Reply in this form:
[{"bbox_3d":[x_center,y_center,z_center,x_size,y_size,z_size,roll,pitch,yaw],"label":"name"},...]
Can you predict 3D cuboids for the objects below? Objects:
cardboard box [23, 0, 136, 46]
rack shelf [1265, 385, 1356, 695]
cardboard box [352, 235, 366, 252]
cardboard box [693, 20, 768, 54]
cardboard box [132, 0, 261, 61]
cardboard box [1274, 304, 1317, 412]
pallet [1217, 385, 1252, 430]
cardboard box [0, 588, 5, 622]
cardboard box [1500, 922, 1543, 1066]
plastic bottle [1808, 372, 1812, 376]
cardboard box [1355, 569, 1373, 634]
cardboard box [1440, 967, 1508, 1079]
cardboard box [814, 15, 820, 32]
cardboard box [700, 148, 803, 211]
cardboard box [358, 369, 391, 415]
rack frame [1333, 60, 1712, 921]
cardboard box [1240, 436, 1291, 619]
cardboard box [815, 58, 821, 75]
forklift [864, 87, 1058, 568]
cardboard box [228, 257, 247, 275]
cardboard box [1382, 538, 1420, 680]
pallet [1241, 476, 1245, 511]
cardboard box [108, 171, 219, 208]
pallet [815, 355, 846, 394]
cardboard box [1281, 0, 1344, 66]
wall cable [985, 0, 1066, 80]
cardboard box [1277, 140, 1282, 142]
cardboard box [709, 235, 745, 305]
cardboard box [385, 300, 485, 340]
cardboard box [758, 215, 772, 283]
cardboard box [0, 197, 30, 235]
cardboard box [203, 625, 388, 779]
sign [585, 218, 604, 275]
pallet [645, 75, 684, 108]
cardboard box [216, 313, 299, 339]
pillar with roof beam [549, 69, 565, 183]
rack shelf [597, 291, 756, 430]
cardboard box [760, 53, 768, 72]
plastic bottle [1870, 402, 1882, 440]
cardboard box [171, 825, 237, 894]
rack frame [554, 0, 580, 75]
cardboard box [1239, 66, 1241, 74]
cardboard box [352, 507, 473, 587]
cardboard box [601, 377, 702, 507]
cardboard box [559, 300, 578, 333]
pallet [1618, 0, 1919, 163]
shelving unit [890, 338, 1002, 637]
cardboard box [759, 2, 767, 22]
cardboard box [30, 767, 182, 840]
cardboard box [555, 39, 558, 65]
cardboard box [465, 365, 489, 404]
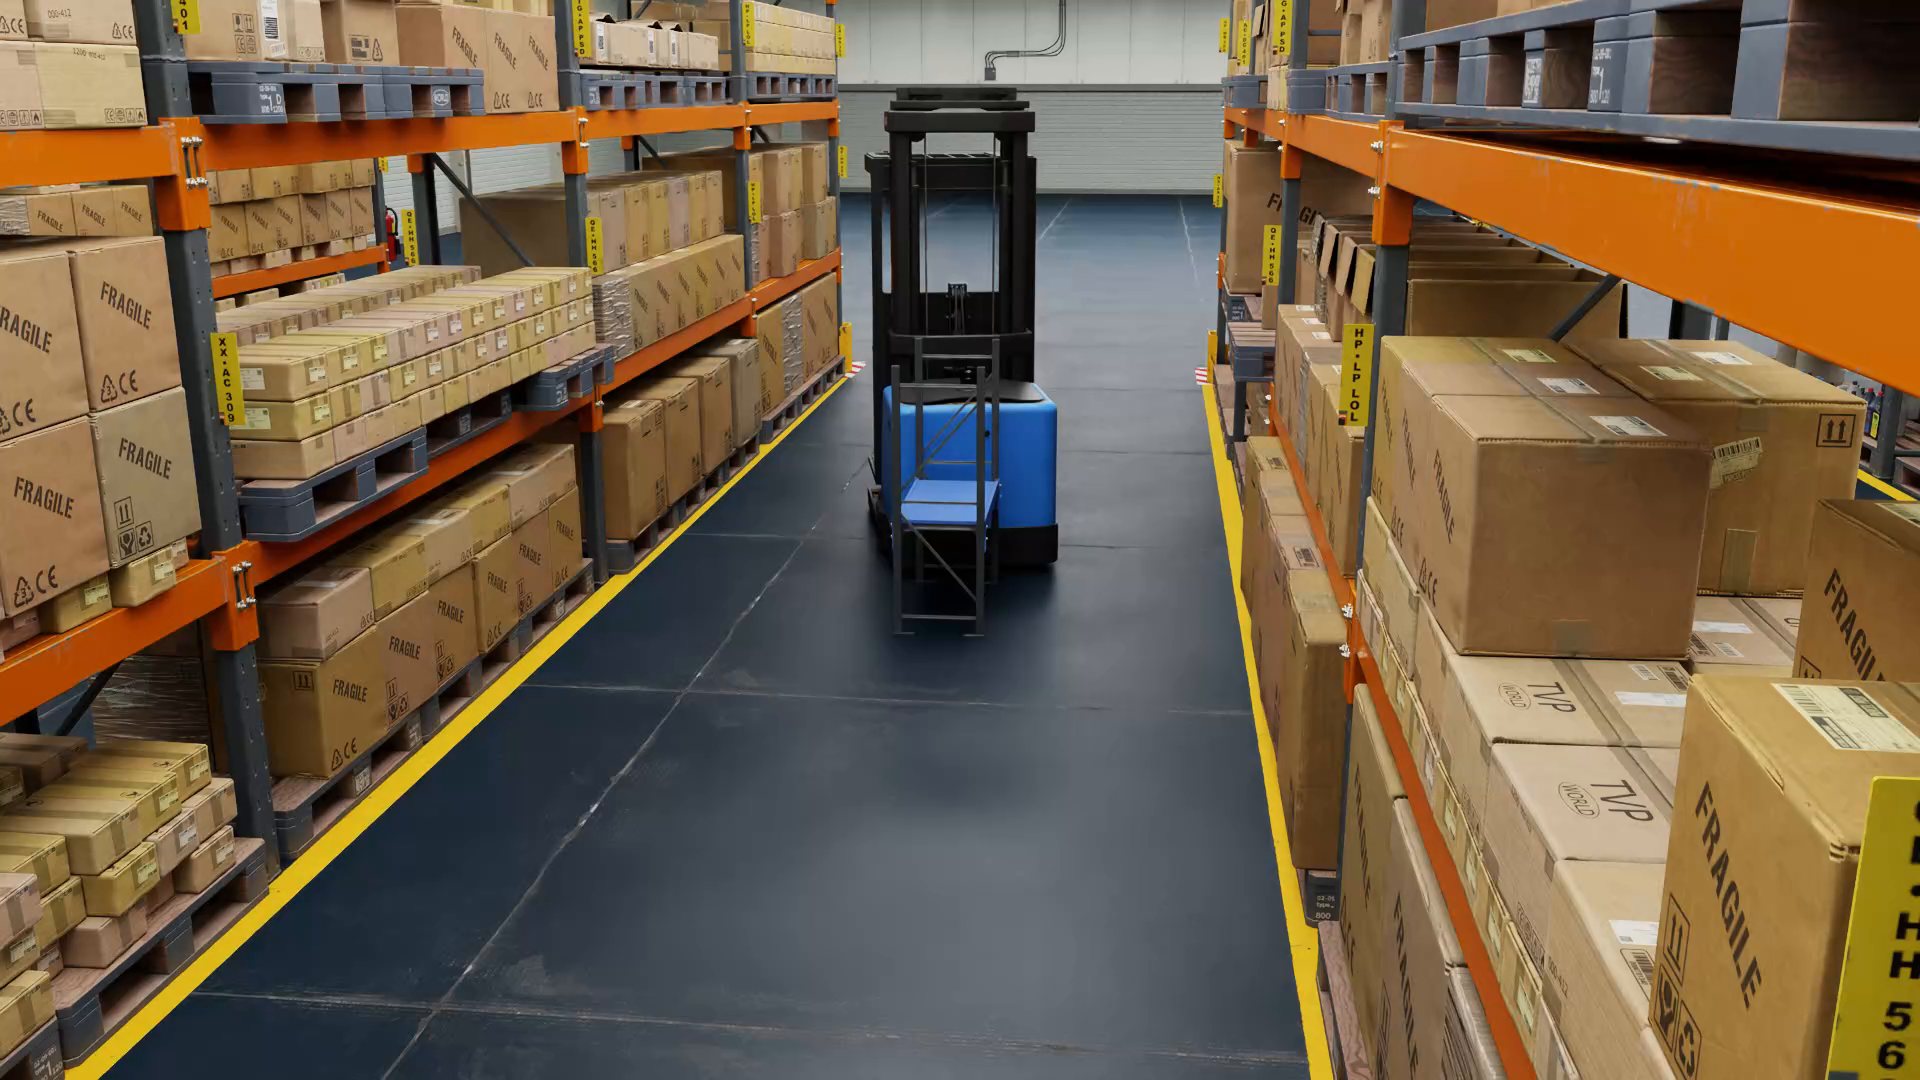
[{"bbox_3d":[-2.915,-1.650,5.101,0.500,0.250,0.500,1,15,4],"label":"cardboard box"},{"bbox_3d":[2.027,-0.160,7.384,1.077,0.370,4.000,2,15,6],"label":"rack shelf"},{"bbox_3d":[-6.440,-3.099,17.357,0.380,0.149,0.250,2,15,6],"label":"cardboard box"},{"bbox_3d":[-1.880,-4.124,13.642,0.500,0.250,0.500,2,15,7],"label":"cardboard box"},{"bbox_3d":[-2.964,-1.954,5.901,0.700,0.500,0.500,2,15,6],"label":"cardboard box"},{"bbox_3d":[1.927,-0.956,8.759,0.500,0.500,0.500,2,15,8],"label":"cardboard box"},{"bbox_3d":[2.880,-1.209,15.231,1.003,0.211,1.213,2,15,6],"label":"pallet"},{"bbox_3d":[-3.007,0.045,4.488,0.500,0.500,0.500,2,15,6],"label":"cardboard box"},{"bbox_3d":[1.177,0.804,2.925,0.380,0.149,0.250,1,15,5],"label":"cardboard box"},{"bbox_3d":[7.519,-1.336,14.719,0.061,0.283,0.133,2,15,7],"label":"plastic bottle"},{"bbox_3d":[1.437,0.200,5.157,0.380,0.149,0.250,2,15,6],"label":"cardboard box"},{"bbox_3d":[1.445,1.468,3.253,0.875,0.875,0.875,2,15,6],"label":"cardboard box"},{"bbox_3d":[-1.549,-4.940,15.895,0.380,0.149,0.250,2,15,7],"label":"cardboard box"},{"bbox_3d":[-1.941,-3.343,15.424,0.875,0.550,0.500,2,15,6],"label":"cardboard box"},{"bbox_3d":[-2.558,-0.608,6.772,0.380,0.149,0.250,2,15,8],"label":"cardboard box"},{"bbox_3d":[1.801,0.012,5.372,1.000,3.000,0.127,2,15,6],"label":"rack frame"},{"bbox_3d":[2.154,-0.024,8.771,1.225,0.875,0.875,1,15,4],"label":"cardboard box"},{"bbox_3d":[-1.549,-4.557,16.006,0.380,0.149,0.250,2,15,7],"label":"cardboard box"},{"bbox_3d":[-0.071,-1.577,11.378,1.130,2.935,3.031,-2,15,-6],"label":"forklift"},{"bbox_3d":[-6.749,-2.506,15.164,0.380,0.149,0.250,2,15,8],"label":"cardboard box"},{"bbox_3d":[1.427,0.184,4.454,0.500,0.250,0.500,2,15,6],"label":"cardboard box"},{"bbox_3d":[2.482,-0.198,11.489,1.003,0.211,1.213,2,15,6],"label":"pallet"},{"bbox_3d":[-6.878,-3.137,14.341,0.700,0.500,0.500,2,15,6],"label":"cardboard box"},{"bbox_3d":[-1.774,-1.717,17.108,1.003,0.211,1.213,2,15,6],"label":"pallet"},{"bbox_3d":[2.058,-2.894,9.224,0.500,0.500,0.500,2,15,8],"label":"cardboard box"},{"bbox_3d":[1.864,-16.143,47.109,2.305,6.003,0.169,2,15,6],"label":"wall cable"},{"bbox_3d":[3.339,-3.625,16.145,0.500,0.500,0.500,2,15,6],"label":"cardboard box"},{"bbox_3d":[-2.006,-2.140,13.140,0.500,0.500,0.500,2,15,6],"label":"cardboard box"},{"bbox_3d":[-2.443,-1.023,7.736,0.380,0.149,0.250,2,15,8],"label":"cardboard box"},{"bbox_3d":[-2.144,-2.547,14.548,0.875,0.550,0.550,2,15,6],"label":"cardboard box"},{"bbox_3d":[-7.144,-2.225,12.077,0.500,0.500,0.500,1,15,4],"label":"cardboard box"},{"bbox_3d":[-2.769,0.660,6.960,0.500,0.500,0.500,2,15,8],"label":"cardboard box"},{"bbox_3d":[-2.124,-1.705,9.655,0.100,0.325,0.005,2,15,6],"label":"sign"},{"bbox_3d":[-2.521,-3.013,11.175,1.003,0.211,1.213,2,15,9],"label":"pallet"},{"bbox_3d":[-3.143,-0.907,7.308,0.380,0.149,0.250,1,15,4],"label":"cardboard box"},{"bbox_3d":[-5.612,-12.377,39.697,9.100,9.000,0.400,2,15,6],"label":"pillar with roof beam"},{"bbox_3d":[-2.439,-1.369,11.858,1.077,0.370,4.000,2,15,6],"label":"rack shelf"},{"bbox_3d":[-1.807,-3.965,13.816,0.380,0.149,0.250,2,15,6],"label":"cardboard box"},{"bbox_3d":[7.352,-0.953,13.300,0.061,0.283,0.133,2,15,9],"label":"plastic bottle"},{"bbox_3d":[-2.822,1.125,5.913,0.380,0.149,0.250,2,15,7],"label":"cardboard box"},{"bbox_3d":[-2.664,-4.094,9.063,1.000,3.000,0.127,2,15,6],"label":"rack frame"},{"bbox_3d":[2.714,-4.268,14.975,0.380,0.149,0.250,1,15,4],"label":"cardboard box"},{"bbox_3d":[-2.650,0.027,7.862,0.500,0.250,0.500,2,15,8],"label":"cardboard box"},{"bbox_3d":[-2.411,-0.697,11.498,1.050,0.750,0.750,2,15,7],"label":"cardboard box"},{"bbox_3d":[-2.296,-1.212,9.005,0.380,0.149,0.250,2,15,8],"label":"cardboard box"},{"bbox_3d":[1.423,-0.549,1.868,1.003,0.211,1.213,2,15,6],"label":"pallet"},{"bbox_3d":[-0.066,-0.329,9.506,0.538,1.500,1.048,1,15,5],"label":"shelving unit"},{"bbox_3d":[-1.807,-4.349,13.709,0.380,0.149,0.250,2,15,6],"label":"cardboard box"},{"bbox_3d":[-2.887,0.893,5.630,0.380,0.149,0.250,2,15,7],"label":"cardboard box"},{"bbox_3d":[-2.468,-2.858,9.722,0.380,0.149,0.250,1,15,4],"label":"cardboard box"},{"bbox_3d":[-2.441,-0.735,7.809,0.380,0.149,0.250,1,15,4],"label":"cardboard box"}]
